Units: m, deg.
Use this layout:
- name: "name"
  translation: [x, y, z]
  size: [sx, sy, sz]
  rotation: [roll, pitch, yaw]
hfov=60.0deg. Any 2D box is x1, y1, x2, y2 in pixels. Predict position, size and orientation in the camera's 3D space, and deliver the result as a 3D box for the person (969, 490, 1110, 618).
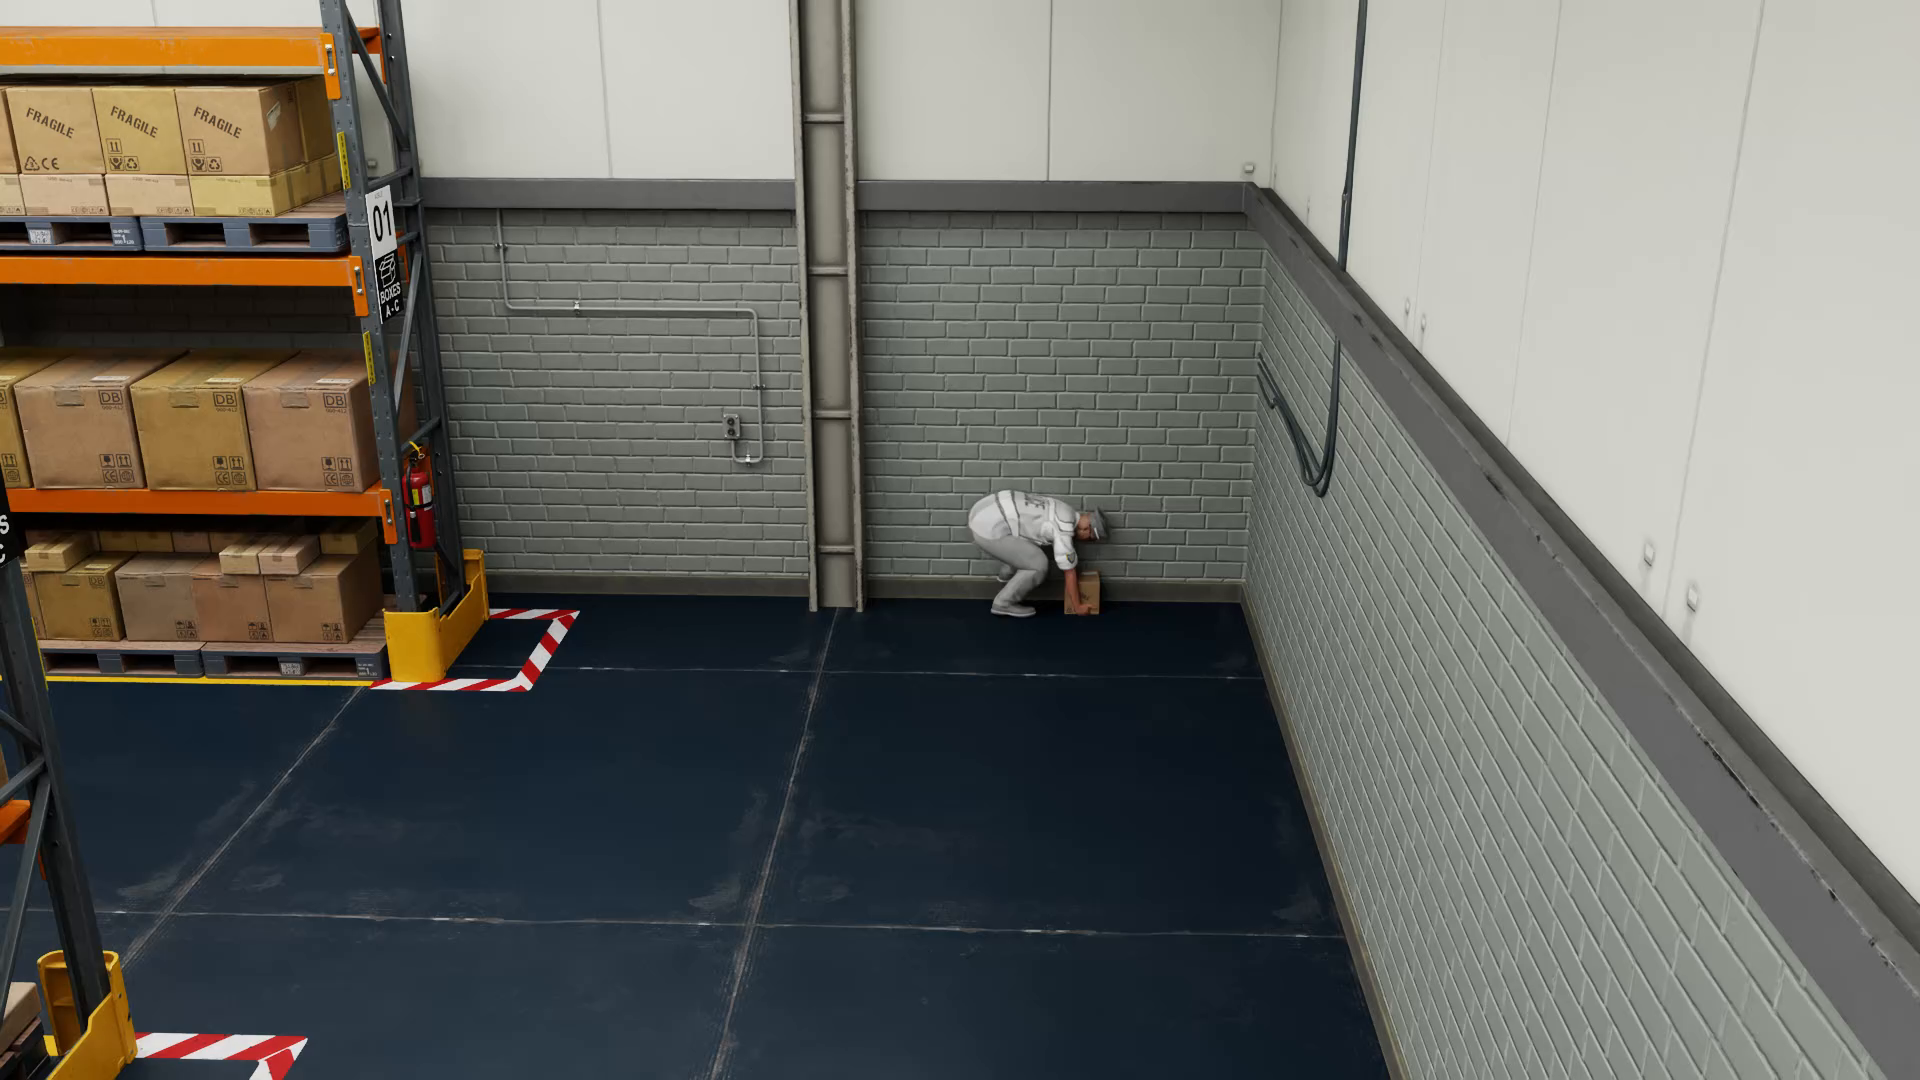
- name: "person"
  translation: [0.576, 0.088, 12.091]
  size: [1.026, 0.901, 0.542]
  rotation: [0, 21, 0]
